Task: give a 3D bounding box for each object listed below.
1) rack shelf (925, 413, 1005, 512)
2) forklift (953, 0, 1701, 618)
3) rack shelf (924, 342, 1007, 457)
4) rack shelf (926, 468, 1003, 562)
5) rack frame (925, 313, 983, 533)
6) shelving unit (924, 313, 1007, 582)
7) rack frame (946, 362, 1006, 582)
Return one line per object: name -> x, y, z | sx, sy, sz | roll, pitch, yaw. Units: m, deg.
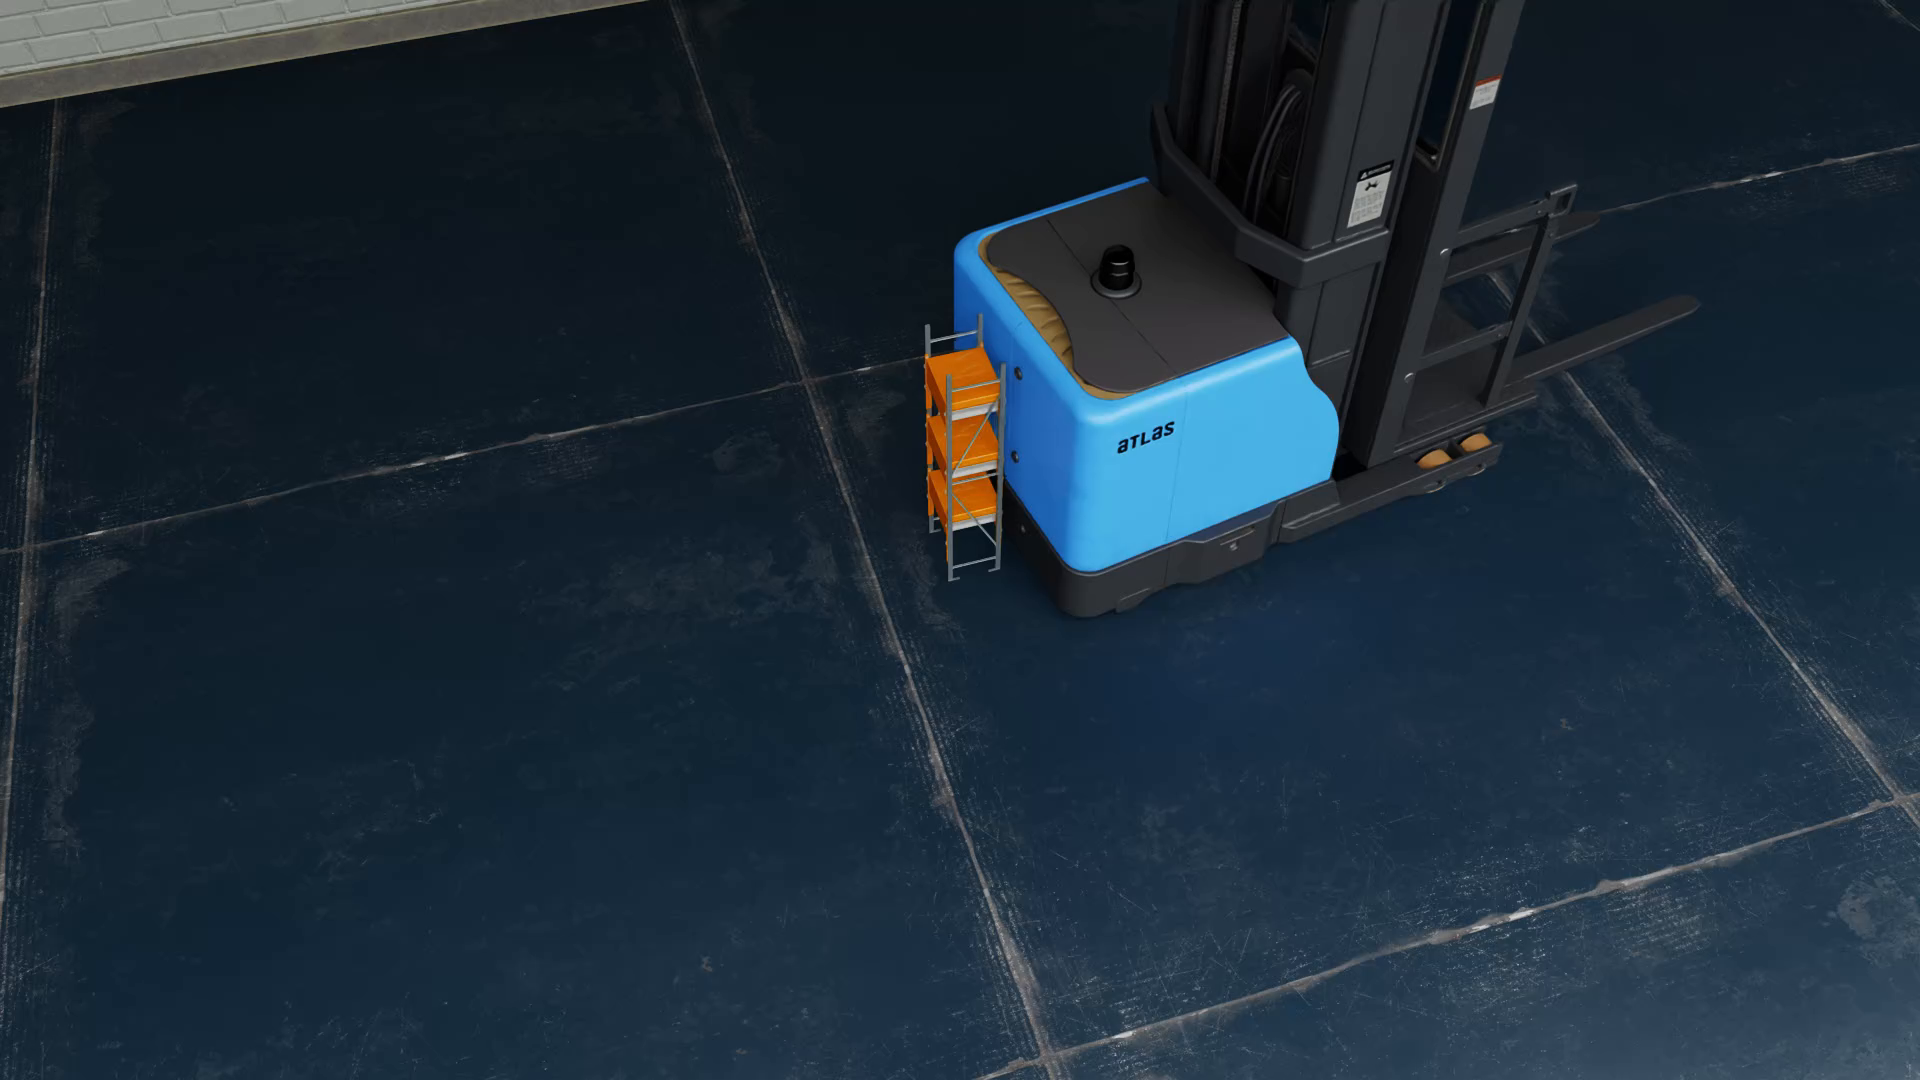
rack shelf -> 0.016, -0.292, 5.824 | 0.215, 0.259, 0.240 | -13, 51, -11
forklift -> 1.516, -1.471, 5.573 | 3.031, 2.935, 1.130 | -21, 53, -17
rack shelf -> 0.016, -0.475, 5.607 | 0.215, 0.259, 0.240 | -13, 51, -11
rack shelf -> 0.016, -0.113, 6.036 | 0.215, 0.259, 0.240 | -13, 51, -11
rack frame -> -0.020, -0.388, 5.891 | 0.200, 1.050, 0.008 | -13, 51, -11
shelving unit -> 0.016, -0.299, 5.816 | 0.215, 1.050, 0.252 | -13, 51, -11
rack frame -> 0.052, -0.210, 5.741 | 0.200, 1.050, 0.008 | -13, 51, -11
